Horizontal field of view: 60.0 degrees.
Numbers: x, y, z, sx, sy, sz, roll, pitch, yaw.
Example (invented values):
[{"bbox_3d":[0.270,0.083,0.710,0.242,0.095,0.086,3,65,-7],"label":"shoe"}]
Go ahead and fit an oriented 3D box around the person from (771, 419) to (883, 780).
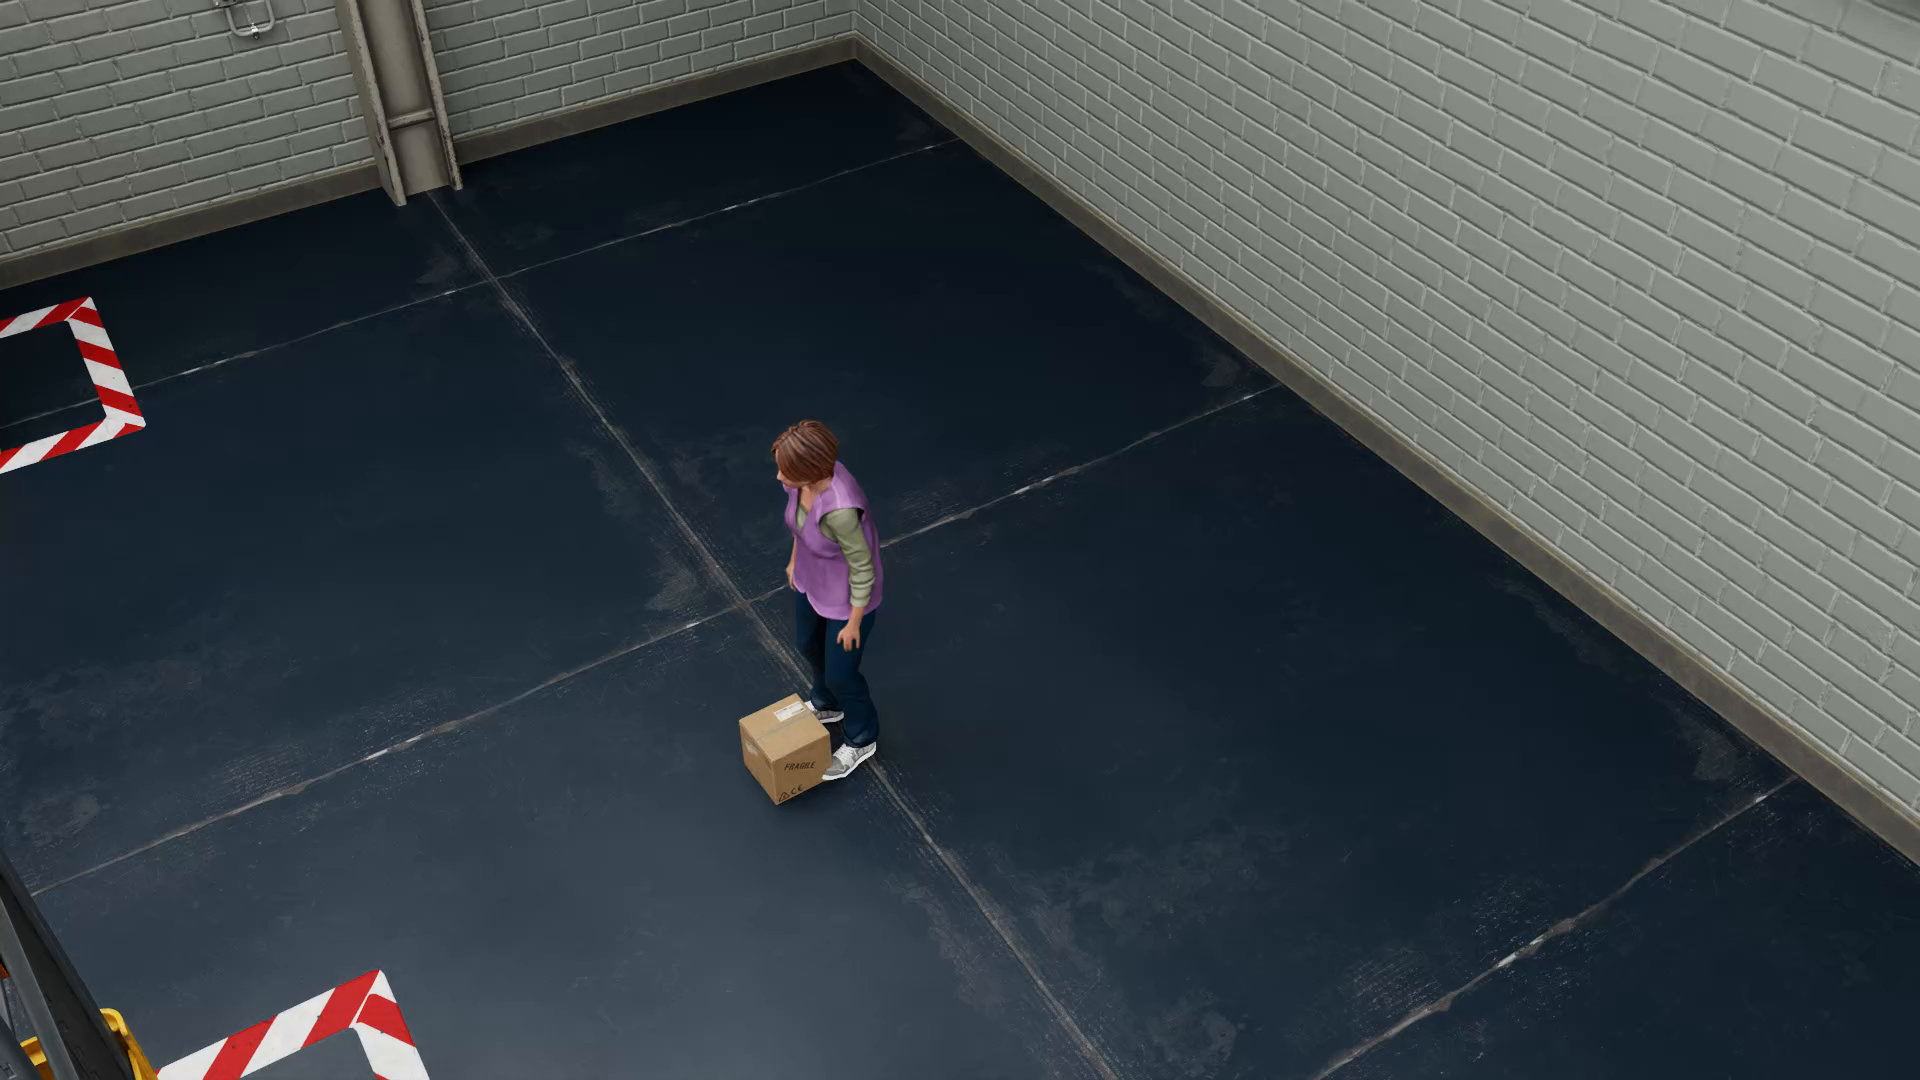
[{"bbox_3d":[-0.465,0.198,5.943,0.350,1.592,0.468,-23,46,-24],"label":"person"}]
